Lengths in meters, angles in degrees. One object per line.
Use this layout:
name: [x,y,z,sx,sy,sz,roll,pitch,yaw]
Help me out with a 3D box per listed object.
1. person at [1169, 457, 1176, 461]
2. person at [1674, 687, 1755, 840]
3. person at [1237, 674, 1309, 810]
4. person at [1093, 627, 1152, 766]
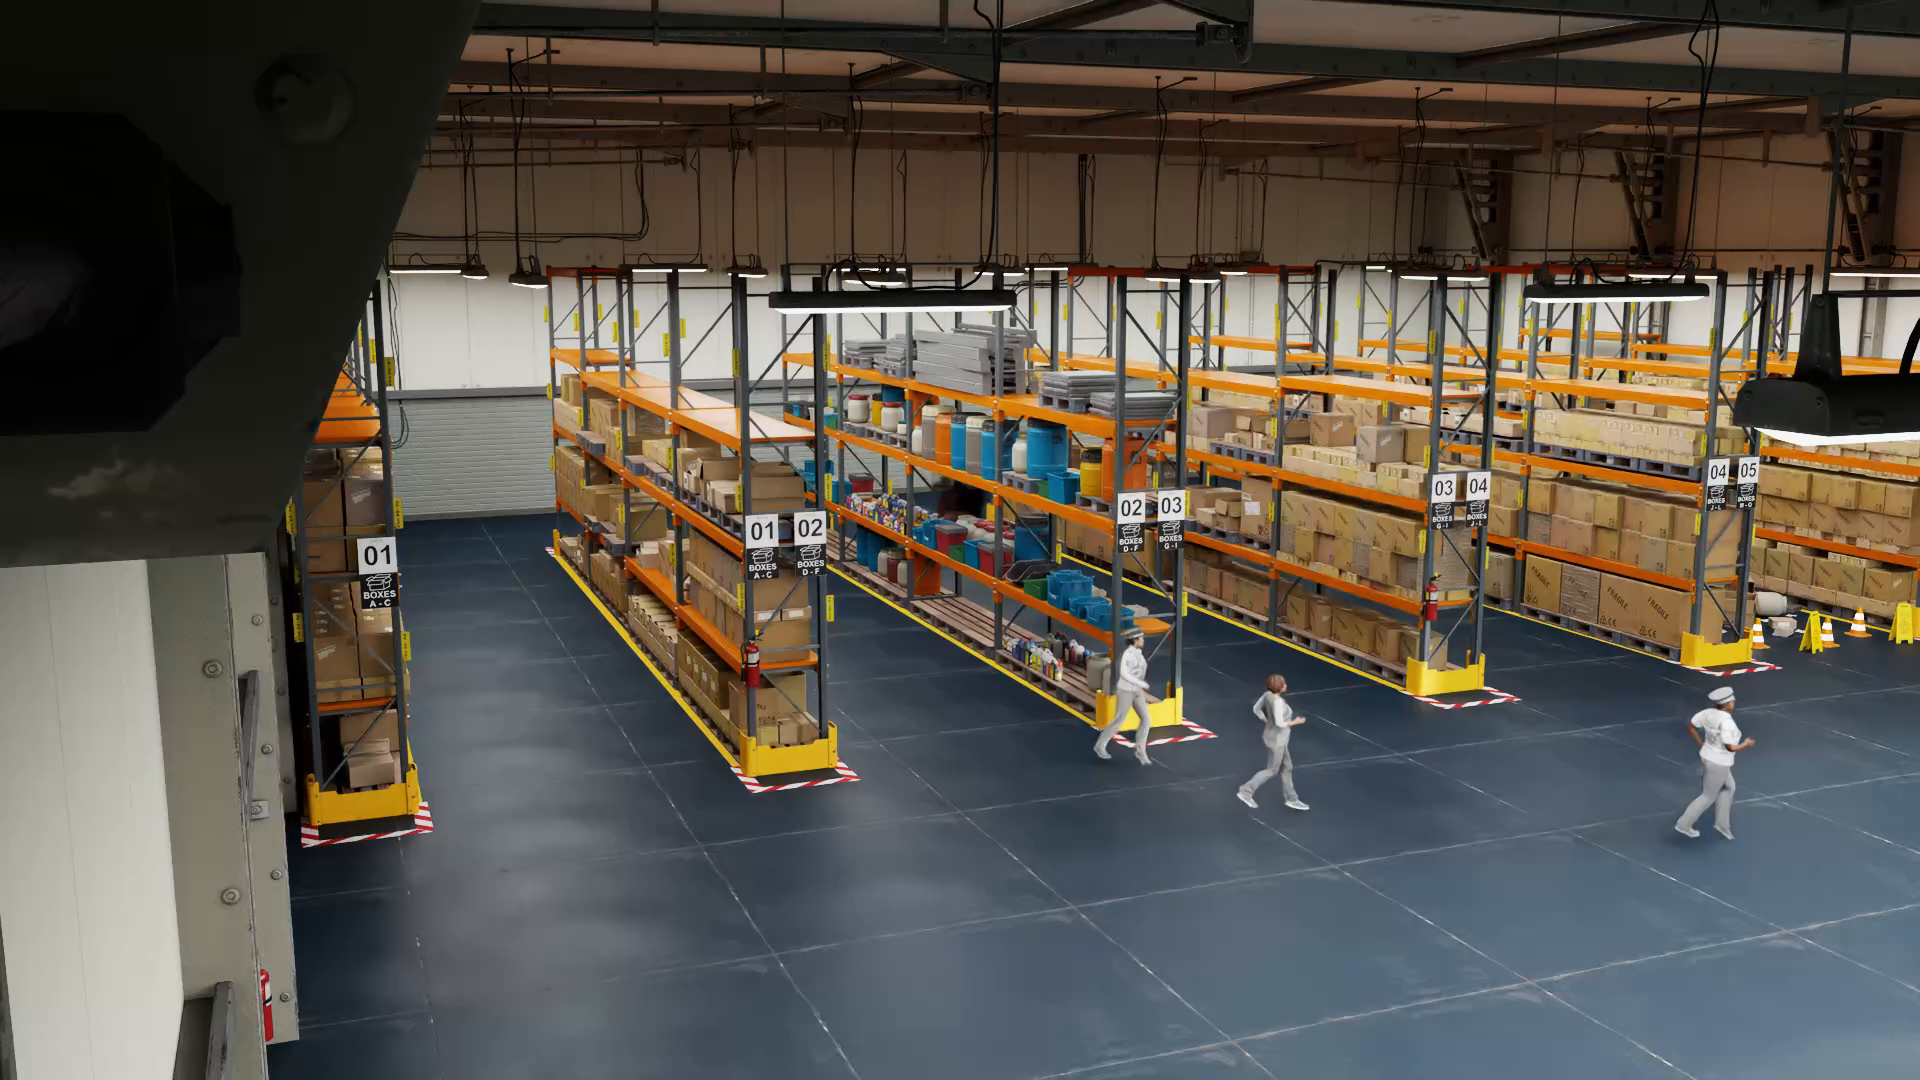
person: [4.842,-1.062,38.039,0.570,1.706,0.820,-2,10,-14]
person: [8.112,2.433,17.877,0.774,1.759,0.559,0,10,2]
person: [3.557,2.287,18.775,0.833,1.595,0.539,0,10,0]
person: [2.117,1.933,20.825,0.750,1.711,0.720,5,11,25]
